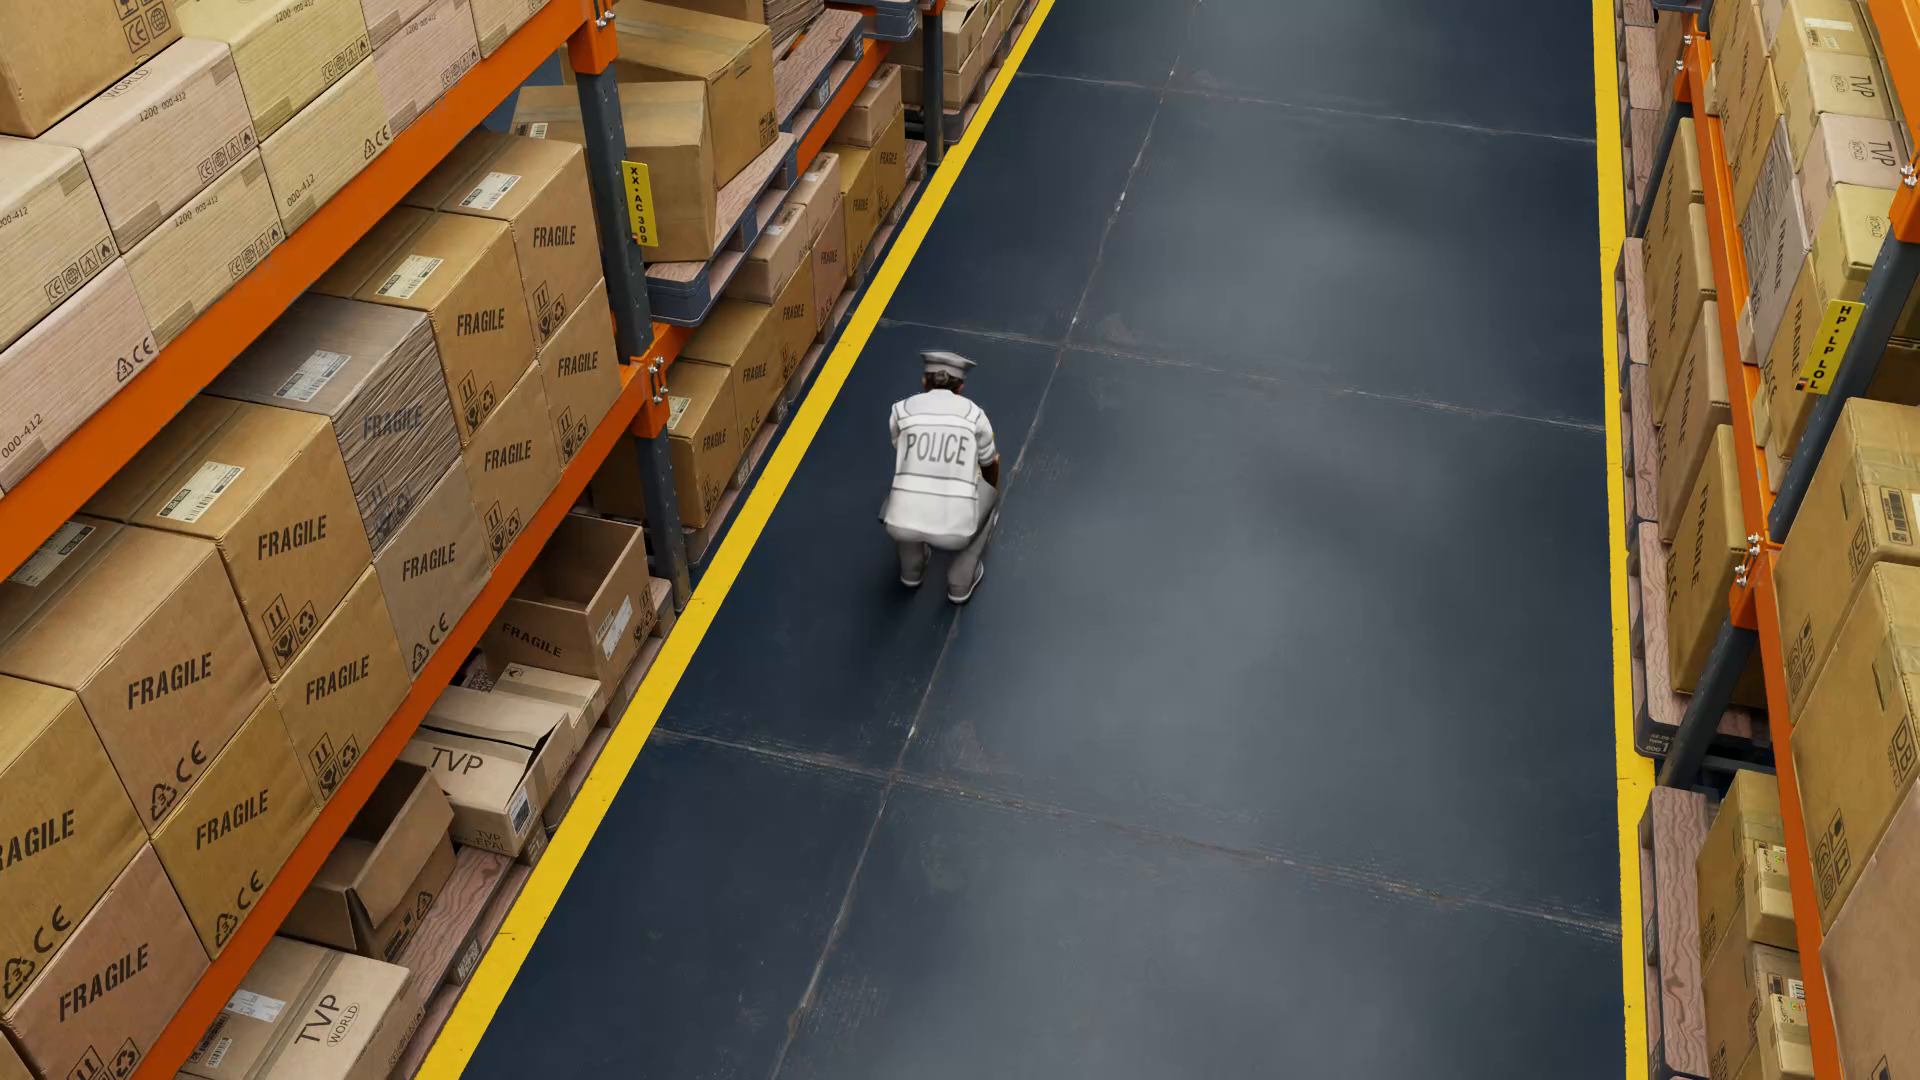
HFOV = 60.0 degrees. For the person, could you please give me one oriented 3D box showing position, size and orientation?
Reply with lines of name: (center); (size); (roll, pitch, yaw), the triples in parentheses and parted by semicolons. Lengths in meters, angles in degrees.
person: (-0.083, -0.260, 7.030); (0.476, 0.913, 0.864); (9, 42, 10)
